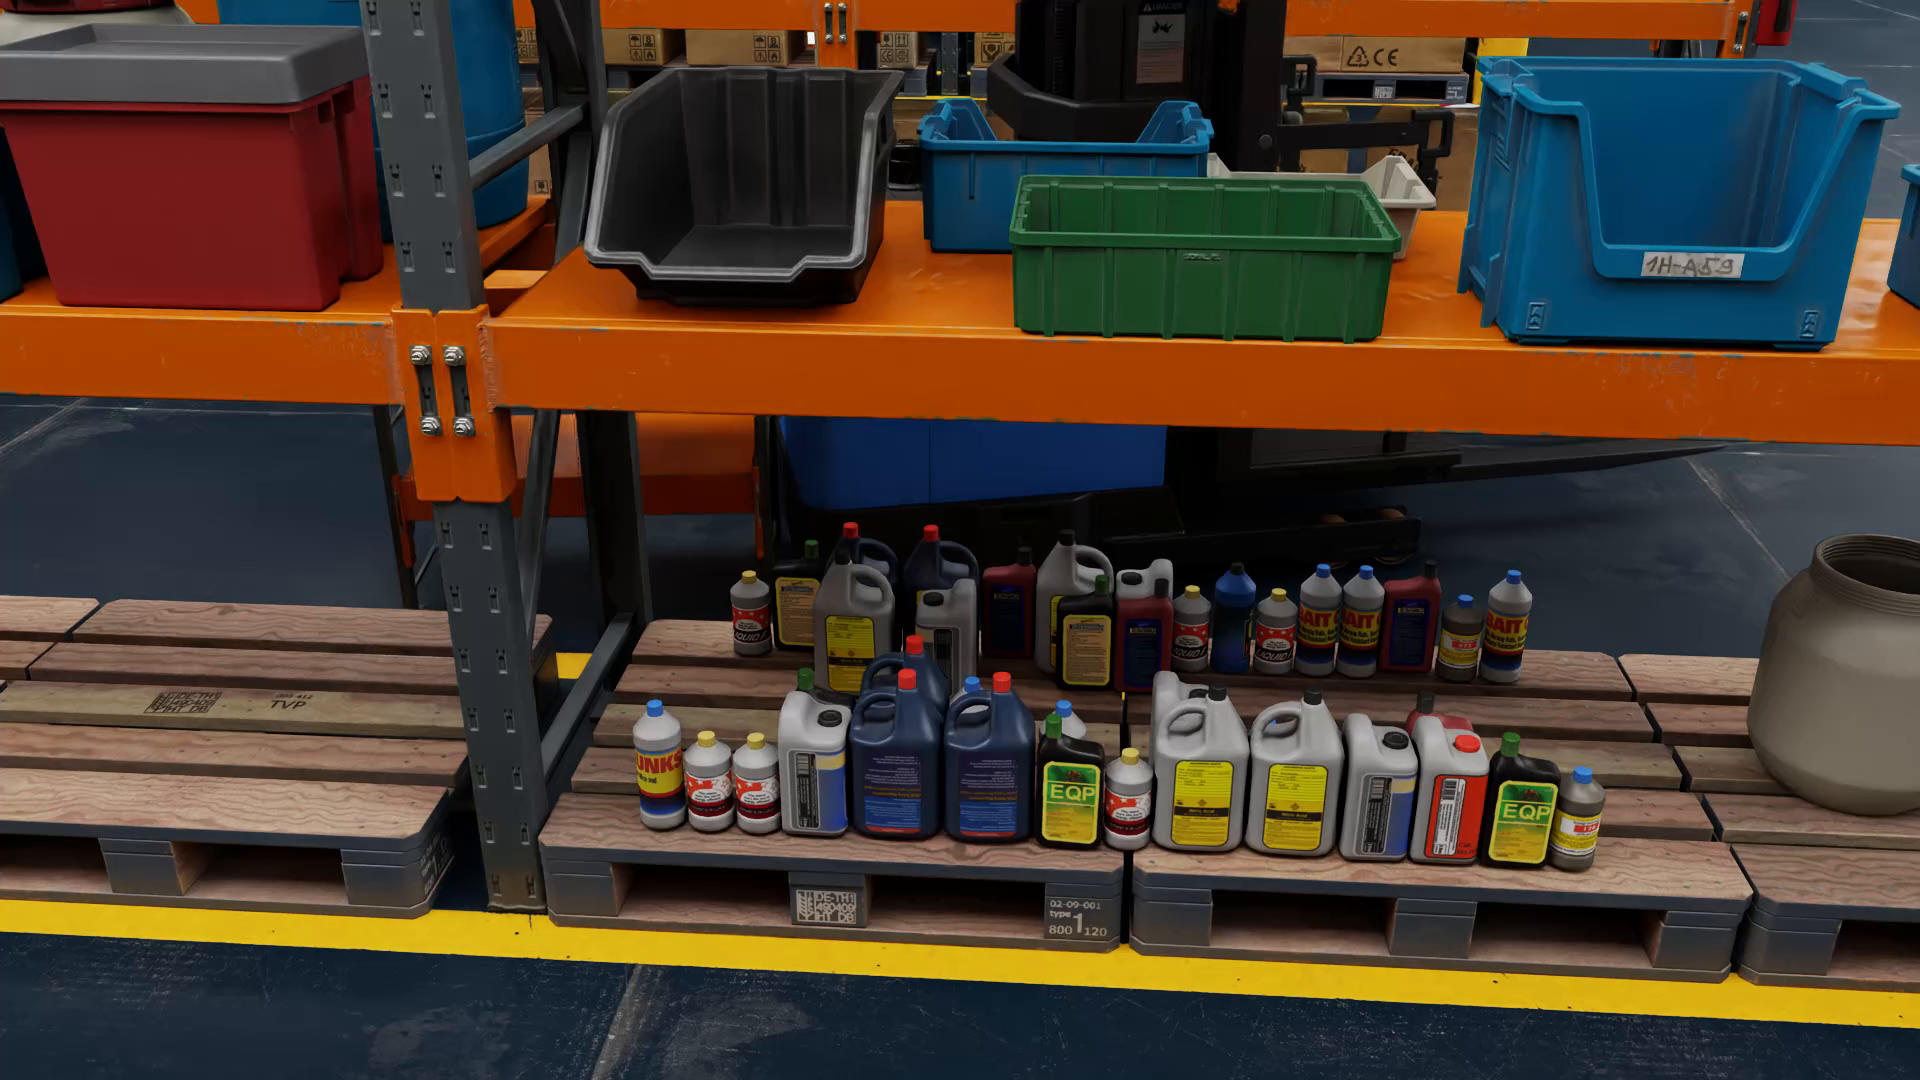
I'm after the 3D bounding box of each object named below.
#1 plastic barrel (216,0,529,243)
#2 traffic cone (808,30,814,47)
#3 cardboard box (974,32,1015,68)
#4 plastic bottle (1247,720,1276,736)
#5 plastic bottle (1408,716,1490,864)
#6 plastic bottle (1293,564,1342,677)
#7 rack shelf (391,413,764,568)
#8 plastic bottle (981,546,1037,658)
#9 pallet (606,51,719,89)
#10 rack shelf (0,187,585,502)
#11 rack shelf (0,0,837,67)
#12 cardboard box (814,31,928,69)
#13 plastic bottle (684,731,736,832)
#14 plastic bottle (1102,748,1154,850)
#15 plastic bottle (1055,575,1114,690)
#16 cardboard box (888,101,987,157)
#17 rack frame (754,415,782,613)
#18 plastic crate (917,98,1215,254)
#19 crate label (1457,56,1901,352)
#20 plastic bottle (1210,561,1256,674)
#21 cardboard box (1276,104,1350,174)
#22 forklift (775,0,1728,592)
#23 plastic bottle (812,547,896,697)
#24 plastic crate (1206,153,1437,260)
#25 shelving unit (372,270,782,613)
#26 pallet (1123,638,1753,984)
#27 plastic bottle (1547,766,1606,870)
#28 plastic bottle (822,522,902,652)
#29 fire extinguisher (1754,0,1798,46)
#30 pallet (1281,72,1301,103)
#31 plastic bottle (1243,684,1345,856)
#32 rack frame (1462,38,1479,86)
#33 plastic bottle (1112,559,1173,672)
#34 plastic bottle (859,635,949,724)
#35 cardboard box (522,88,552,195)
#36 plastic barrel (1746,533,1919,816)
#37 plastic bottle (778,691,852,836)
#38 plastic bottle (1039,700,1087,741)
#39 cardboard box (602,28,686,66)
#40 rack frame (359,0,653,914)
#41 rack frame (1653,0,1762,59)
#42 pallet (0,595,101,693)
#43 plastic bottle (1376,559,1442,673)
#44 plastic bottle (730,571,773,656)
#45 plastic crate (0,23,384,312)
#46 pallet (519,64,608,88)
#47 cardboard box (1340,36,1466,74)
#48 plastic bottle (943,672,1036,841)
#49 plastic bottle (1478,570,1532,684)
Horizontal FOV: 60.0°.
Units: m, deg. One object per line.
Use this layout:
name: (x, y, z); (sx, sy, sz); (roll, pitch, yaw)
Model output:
plastic barrel: (-1.263, -1.146, 3.552); (0.708, 0.901, 0.600); (2, 25, 4)
traffic cone: (-1.263, -4.428, 14.319); (0.334, 0.463, 0.336); (2, 25, 4)
cardboard box: (0.580, -4.084, 12.577); (0.875, 0.875, 0.875); (2, 25, 5)
plastic bottle: (0.635, 0.464, 3.474); (0.097, 0.201, 0.097); (0, 25, 0)
plastic bottle: (0.973, 0.490, 3.328); (0.135, 0.276, 0.152); (2, 25, 4)
plastic bottle: (0.861, 0.186, 3.995); (0.097, 0.271, 0.097); (0, 25, 0)
rack shelf: (-1.070, -0.169, 4.856); (1.000, 0.278, 0.538); (-2, 25, -3)
plastic bottle: (0.120, 0.149, 4.061); (0.133, 0.283, 0.061); (3, 25, 8)
pallet: (-2.037, -3.672, 12.978); (1.213, 0.211, 1.003); (2, 25, 4)
rack shelf: (-2.896, -0.517, 3.645); (4.000, 0.370, 1.077); (2, 25, 4)
rack shelf: (-2.516, -2.581, 8.132); (4.000, 0.370, 1.077); (2, 25, 4)
cardboard box: (-0.668, -4.059, 12.672); (0.750, 0.750, 1.050); (2, 25, 4)
plastic bottle: (-0.516, 0.488, 3.423); (0.097, 0.201, 0.097); (0, 25, 0)
plastic bottle: (0.340, 0.515, 3.363); (0.097, 0.201, 0.097); (0, 25, 0)
plastic bottle: (0.294, 0.215, 3.918); (0.133, 0.283, 0.061); (2, 25, 4)
cardboard box: (-0.126, -1.870, 8.213); (0.500, 0.500, 0.500); (1, 25, 2)
rack frame: (-0.563, -0.404, 4.783); (0.032, 1.125, 0.500); (-2, 25, -3)
plastic crate: (0.223, -0.790, 3.556); (0.616, 0.251, 0.499); (2, 25, 4)
crate label: (1.231, -0.614, 2.953); (0.616, 0.435, 0.502); (2, 25, 4)
plastic bottle: (0.659, 0.179, 4.009); (0.097, 0.271, 0.097); (0, 25, 0)
cardboard box: (1.623, -1.831, 8.129); (0.500, 0.500, 0.500); (4, 25, 9)
forklift: (0.941, -1.453, 4.901); (3.031, 2.935, 1.130); (-5, 25, -10)
plastic bottle: (-0.248, 0.184, 3.903); (0.185, 0.351, 0.144); (2, 25, 4)
plastic crate: (0.737, -0.713, 3.527); (0.437, 0.136, 0.530); (2, 25, 4)
shelving unit: (-1.070, -0.391, 4.754); (1.048, 1.125, 0.538); (-2, 25, -3)
pallet: (0.985, 0.564, 3.772); (1.213, 0.211, 1.003); (2, 25, 4)
plastic bottle: (1.222, 0.544, 3.301); (0.097, 0.201, 0.097); (0, 25, 0)
plastic bottle: (-0.237, 0.124, 4.034); (0.185, 0.351, 0.144); (1, 25, 3)
fire extinguisher: (3.545, -2.485, 7.155); (0.183, 0.674, 0.296); (2, 25, 4)
pallet: (1.930, -3.546, 12.704); (1.213, 0.211, 1.003); (2, 25, 4)
plastic bottle: (0.669, 0.448, 3.330); (0.185, 0.351, 0.144); (3, 25, 6)
rack frame: (3.947, -4.780, 12.050); (0.127, 3.000, 1.000); (2, 25, 4)
plastic bottle: (0.438, 0.182, 3.999); (0.135, 0.276, 0.152); (2, 25, 5)
plastic bottle: (-0.117, 0.363, 3.516); (0.185, 0.351, 0.144); (2, 25, 4)
cardboard box: (-2.165, -1.978, 8.424); (0.500, 0.500, 0.700); (0, 25, -1)
plastic barrel: (1.925, 0.283, 3.521); (0.421, 0.512, 0.421); (0, 25, 0)
plastic bottle: (-0.293, 0.450, 3.416); (0.135, 0.276, 0.152); (3, 25, 6)
plastic bottle: (0.209, 0.454, 3.413); (0.097, 0.271, 0.097); (0, 25, 0)
cardboard box: (-2.558, -4.121, 12.807); (0.750, 0.750, 1.050); (2, 25, 5)
rack frame: (-0.901, -0.780, 3.356); (0.127, 3.000, 1.000); (2, 25, 4)
rack frame: (3.466, -2.716, 7.564); (0.127, 3.000, 1.000); (2, 25, 4)
pallet: (-2.907, 0.440, 4.041); (1.213, 0.211, 1.003); (2, 25, 4)
plastic bottle: (1.079, 0.180, 3.994); (0.133, 0.283, 0.061); (2, 25, 5)
plastic bottle: (-0.516, 0.173, 4.106); (0.097, 0.201, 0.097); (0, 25, 0)
plastic crate: (-1.408, -0.697, 3.099); (0.583, 0.464, 0.402); (2, 25, 4)
pallet: (-3.250, -3.713, 13.066); (1.213, 0.211, 1.003); (2, 25, 4)
cardboard box: (3.265, -4.000, 12.393); (0.875, 0.875, 0.875); (2, 25, 4)
plastic bottle: (0.060, 0.429, 3.372); (0.185, 0.351, 0.144); (1, 25, 2)
plastic bottle: (1.303, 0.200, 3.964); (0.097, 0.271, 0.097); (0, 25, 0)
